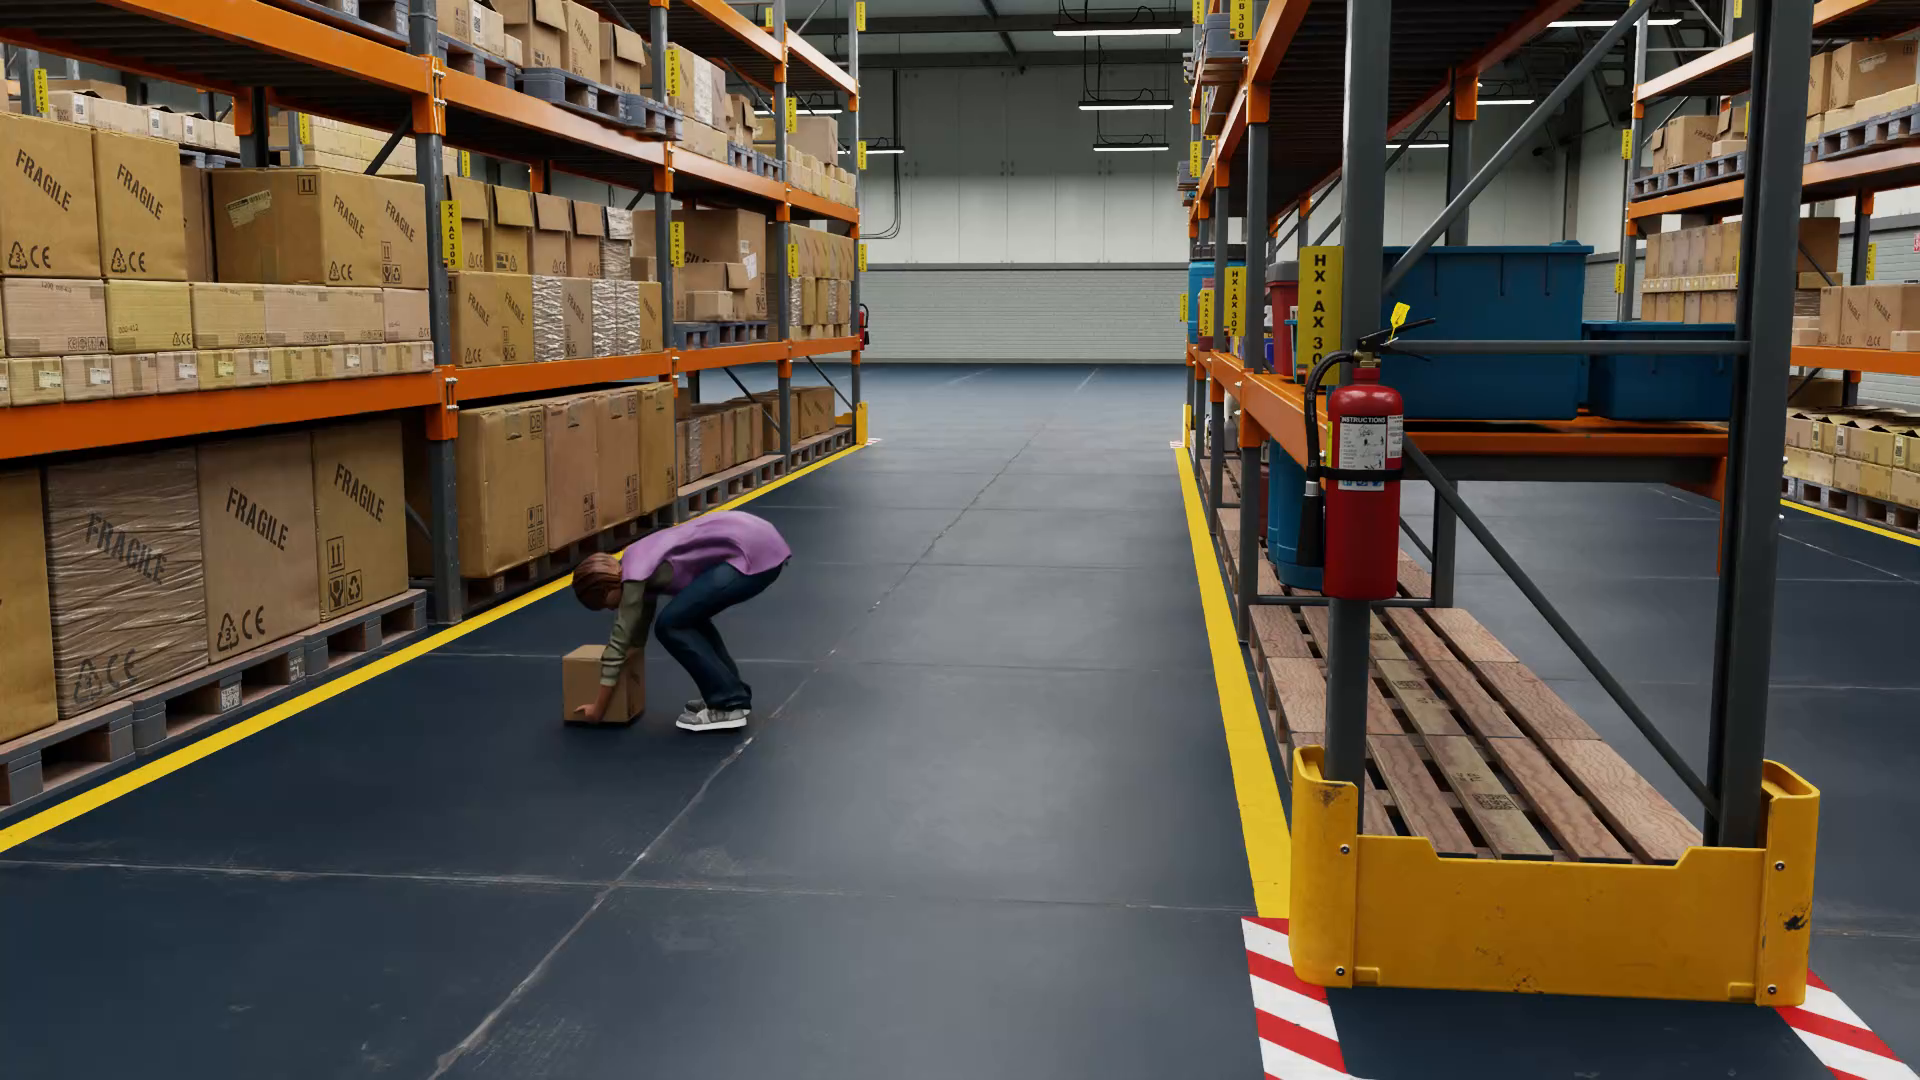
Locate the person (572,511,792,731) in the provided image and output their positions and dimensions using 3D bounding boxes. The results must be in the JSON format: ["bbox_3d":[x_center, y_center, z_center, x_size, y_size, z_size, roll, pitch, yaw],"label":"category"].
[{"bbox_3d":[-1.079,0.303,6.437,0.856,0.832,0.425,0,8,4],"label":"person"}]
